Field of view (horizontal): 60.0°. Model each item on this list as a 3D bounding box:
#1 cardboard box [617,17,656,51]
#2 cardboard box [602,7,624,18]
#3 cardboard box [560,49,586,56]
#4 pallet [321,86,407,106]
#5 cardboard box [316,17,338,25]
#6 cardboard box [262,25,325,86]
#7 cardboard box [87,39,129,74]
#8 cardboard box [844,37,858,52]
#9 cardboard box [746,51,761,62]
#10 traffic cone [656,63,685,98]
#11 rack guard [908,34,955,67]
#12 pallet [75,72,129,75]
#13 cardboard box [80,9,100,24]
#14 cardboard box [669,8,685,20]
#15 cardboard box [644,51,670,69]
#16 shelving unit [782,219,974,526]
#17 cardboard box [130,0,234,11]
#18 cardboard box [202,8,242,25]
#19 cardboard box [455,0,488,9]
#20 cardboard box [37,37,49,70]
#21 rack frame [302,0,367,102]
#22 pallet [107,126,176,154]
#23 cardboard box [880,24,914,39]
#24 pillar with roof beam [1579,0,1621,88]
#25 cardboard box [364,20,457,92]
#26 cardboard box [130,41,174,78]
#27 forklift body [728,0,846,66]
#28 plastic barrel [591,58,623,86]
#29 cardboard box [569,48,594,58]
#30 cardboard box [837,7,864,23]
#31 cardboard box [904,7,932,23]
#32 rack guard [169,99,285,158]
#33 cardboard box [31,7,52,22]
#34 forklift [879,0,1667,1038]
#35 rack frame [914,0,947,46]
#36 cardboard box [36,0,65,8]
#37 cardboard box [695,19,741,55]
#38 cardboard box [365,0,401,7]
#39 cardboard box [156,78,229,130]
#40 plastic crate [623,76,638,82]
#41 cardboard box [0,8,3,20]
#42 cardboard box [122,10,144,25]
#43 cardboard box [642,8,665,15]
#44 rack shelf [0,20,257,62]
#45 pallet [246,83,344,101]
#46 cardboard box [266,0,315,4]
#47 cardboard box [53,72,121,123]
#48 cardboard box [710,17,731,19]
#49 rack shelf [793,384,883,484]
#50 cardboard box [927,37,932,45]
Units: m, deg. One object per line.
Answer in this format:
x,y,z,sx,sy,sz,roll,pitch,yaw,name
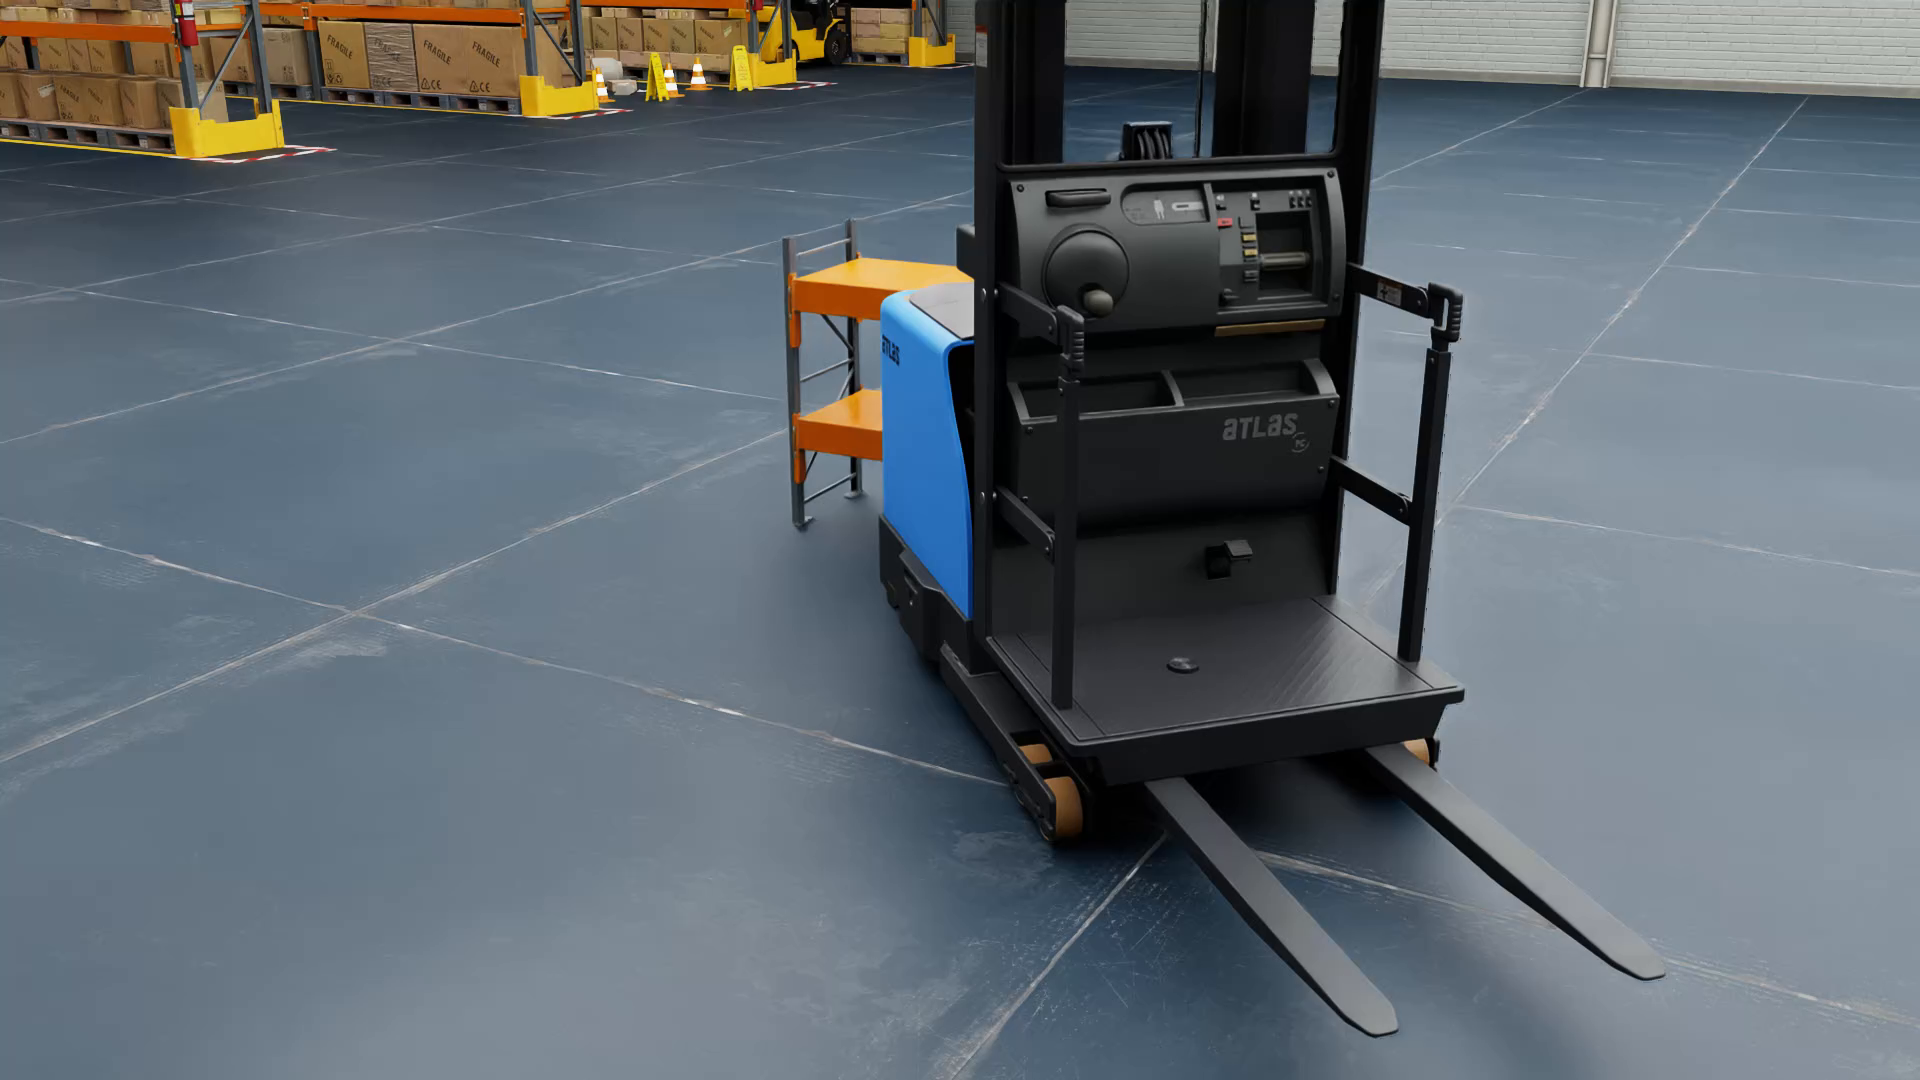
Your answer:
-5.125,-8.105,26.628,0.500,0.500,0.500,12,23,30,cardboard box
-5.521,-8.459,26.652,0.250,0.149,0.380,12,23,29,cardboard box
-6.162,-7.442,26.143,0.500,0.500,0.500,-7,21,-20,cardboard box
-8.134,-6.248,23.279,1.213,0.211,1.003,11,23,27,pallet
-11.265,-9.352,30.247,0.875,0.875,0.875,11,23,28,cardboard box
-9.345,-6.925,23.740,0.750,0.750,1.050,11,23,27,cardboard box
-12.954,-7.428,25.492,0.500,0.500,0.500,11,23,27,cardboard box
-1.950,-9.072,30.393,0.500,0.250,0.500,11,23,28,cardboard box
-3.511,-7.655,26.486,0.500,0.250,0.500,11,22,27,cardboard box
-4.191,-6.642,23.996,0.334,0.463,0.336,11,23,27,traffic cone
-0.503,-8.833,29.982,0.348,0.500,1.175,11,23,27,rack guard
-12.933,-7.193,25.886,1.213,0.211,1.003,11,23,27,pallet
-9.223,-5.654,17.922,0.250,0.149,0.380,11,23,27,cardboard box
-4.339,-8.235,26.035,0.250,0.149,0.380,11,23,28,cardboard box
-4.686,-7.667,26.518,0.500,0.250,0.500,10,22,25,cardboard box
-0.078,-0.583,6.323,1.048,1.125,0.538,10,22,25,shelving unit
-8.241,-5.870,17.566,0.500,0.500,0.875,11,23,27,cardboard box
-7.907,-5.584,17.728,0.250,0.149,0.380,11,23,27,cardboard box
-6.104,-7.247,21.725,0.550,0.550,0.875,11,23,27,cardboard box
-14.301,-7.689,26.212,0.500,0.500,0.500,11,23,28,cardboard box
-8.759,-7.708,23.217,0.127,3.000,1.000,11,23,27,rack frame
-8.533,-4.431,18.270,1.213,0.211,1.003,11,23,27,pallet
-1.101,-9.140,29.846,0.500,0.250,0.500,10,22,27,cardboard box
7.684,-9.939,20.568,0.400,9.000,9.100,11,23,27,pillar with roof beam
-7.456,-6.633,22.752,0.875,0.875,0.875,11,23,28,cardboard box
-11.764,-7.385,25.010,0.750,0.750,1.050,10,22,27,cardboard box
-3.069,-9.385,29.084,1.214,2.155,2.313,11,23,27,forklift body
-5.483,-7.215,25.635,0.512,0.421,0.421,-7,21,-20,plastic barrel
-6.050,-7.925,27.231,0.500,0.250,0.500,10,22,25,cardboard box
-1.972,-9.535,30.201,0.500,0.250,0.500,11,23,28,cardboard box
-0.851,-9.523,30.170,0.500,0.250,0.500,10,22,26,cardboard box
-7.841,-4.421,17.820,0.348,0.500,1.175,11,23,27,rack guard
-9.910,-5.760,18.213,0.250,0.149,0.380,11,23,27,cardboard box
0.646,-0.760,4.163,1.130,2.935,3.031,-6,21,-16,forklift
-0.524,-10.012,29.567,0.127,3.000,1.000,11,23,27,rack frame
-9.583,-6.100,18.200,0.500,0.500,0.875,11,23,27,cardboard box
-3.768,-7.847,25.914,0.500,0.500,0.500,11,23,28,cardboard box
-7.526,-7.512,22.454,0.550,0.550,0.875,11,23,27,cardboard box
-8.311,-4.715,18.013,0.500,0.500,0.500,16,25,37,cardboard box
-5.463,-7.321,26.431,0.583,0.080,0.402,3,20,9,plastic crate
-10.559,-5.888,18.566,0.250,0.149,0.380,11,23,27,cardboard box
-8.585,-5.519,17.550,0.250,0.149,0.380,11,23,27,cardboard box
-5.808,-10.097,32.669,0.625,0.625,0.875,10,22,25,cardboard box
-9.521,-5.578,18.398,4.000,0.370,1.077,11,23,27,rack shelf
-9.470,-6.503,23.984,1.213,0.211,1.003,11,23,27,pallet
-9.345,-7.763,23.220,0.500,0.500,0.500,11,22,27,cardboard box
-9.853,-5.020,18.854,0.500,0.500,0.500,9,22,23,cardboard box
-3.990,-8.097,26.604,0.500,0.500,0.500,10,22,25,cardboard box
-0.078,-0.353,6.407,1.000,0.278,0.538,10,22,25,rack shelf
-0.857,-9.057,30.350,0.500,0.250,0.500,11,23,28,cardboard box
